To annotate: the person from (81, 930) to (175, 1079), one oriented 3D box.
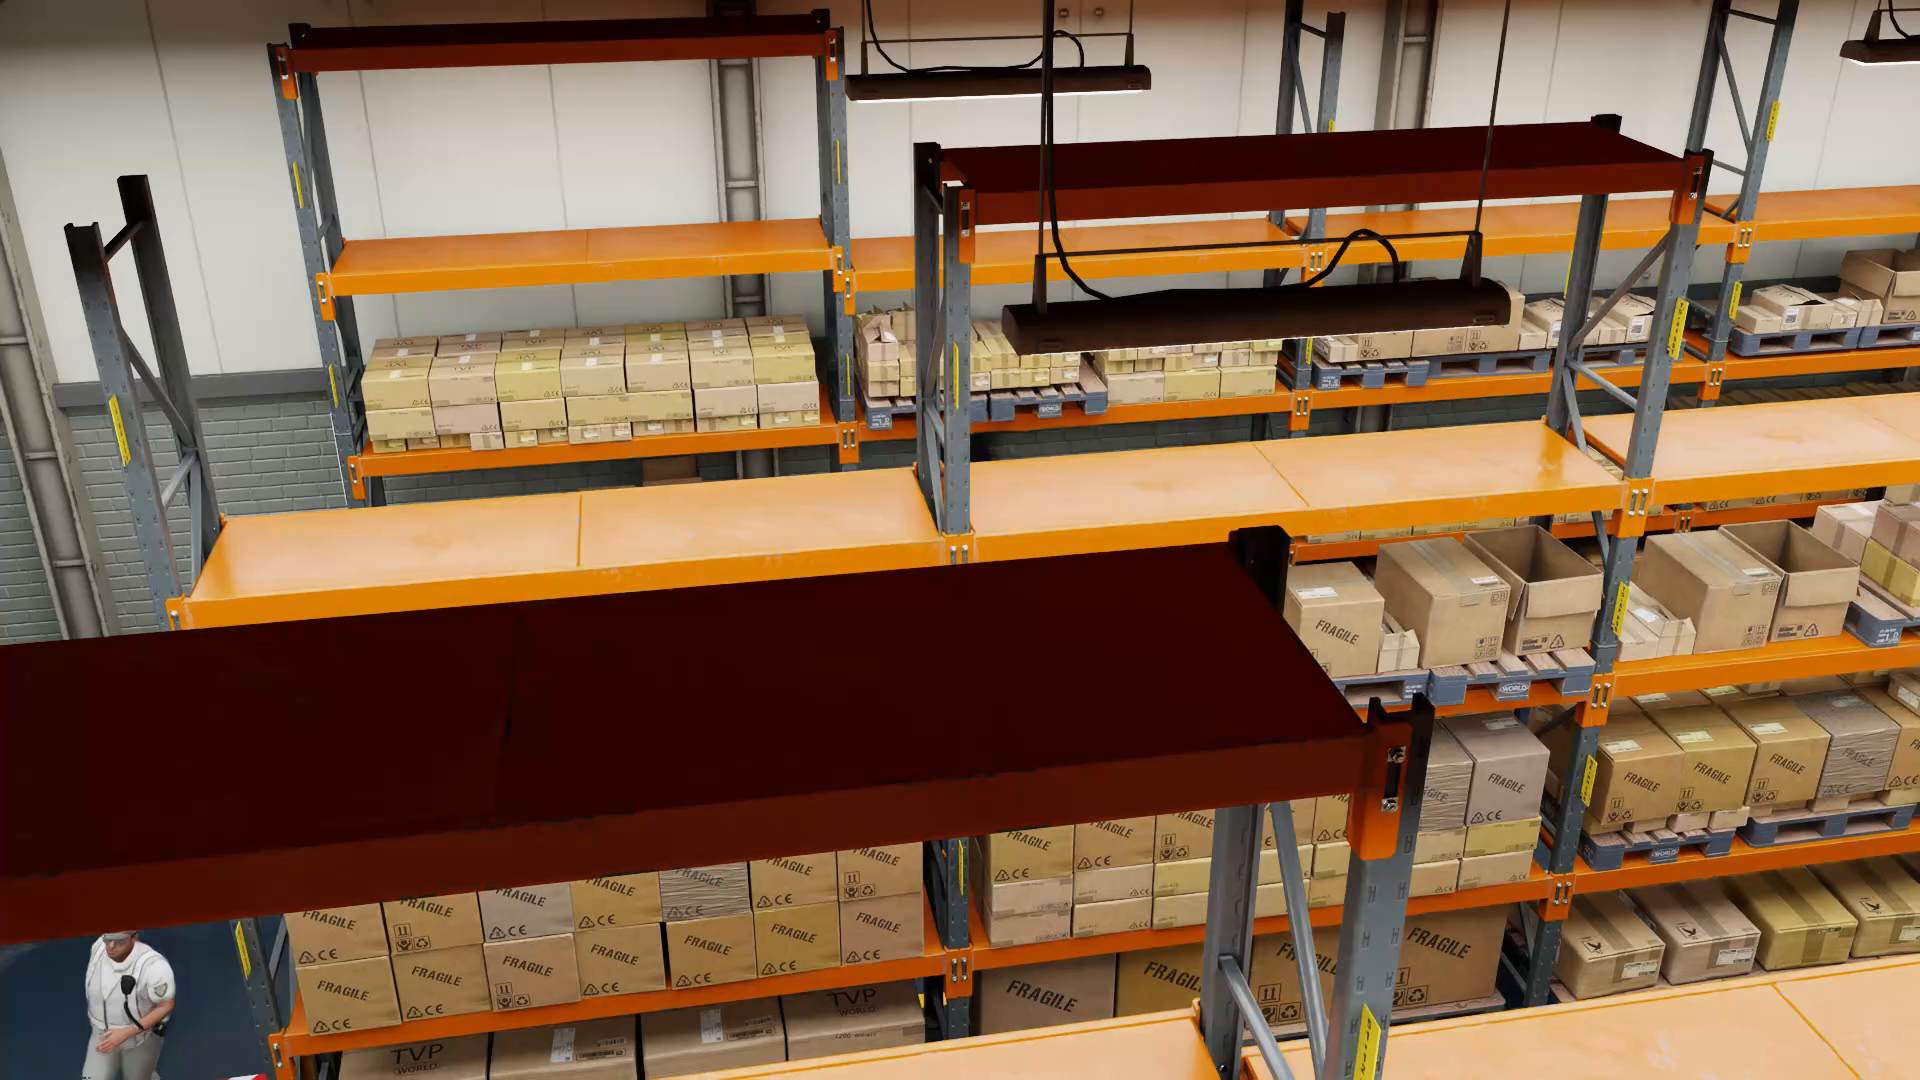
[{"bbox_3d":[-5.068,2.983,10.122,0.669,1.714,0.636,3,26,6],"label":"person"}]
